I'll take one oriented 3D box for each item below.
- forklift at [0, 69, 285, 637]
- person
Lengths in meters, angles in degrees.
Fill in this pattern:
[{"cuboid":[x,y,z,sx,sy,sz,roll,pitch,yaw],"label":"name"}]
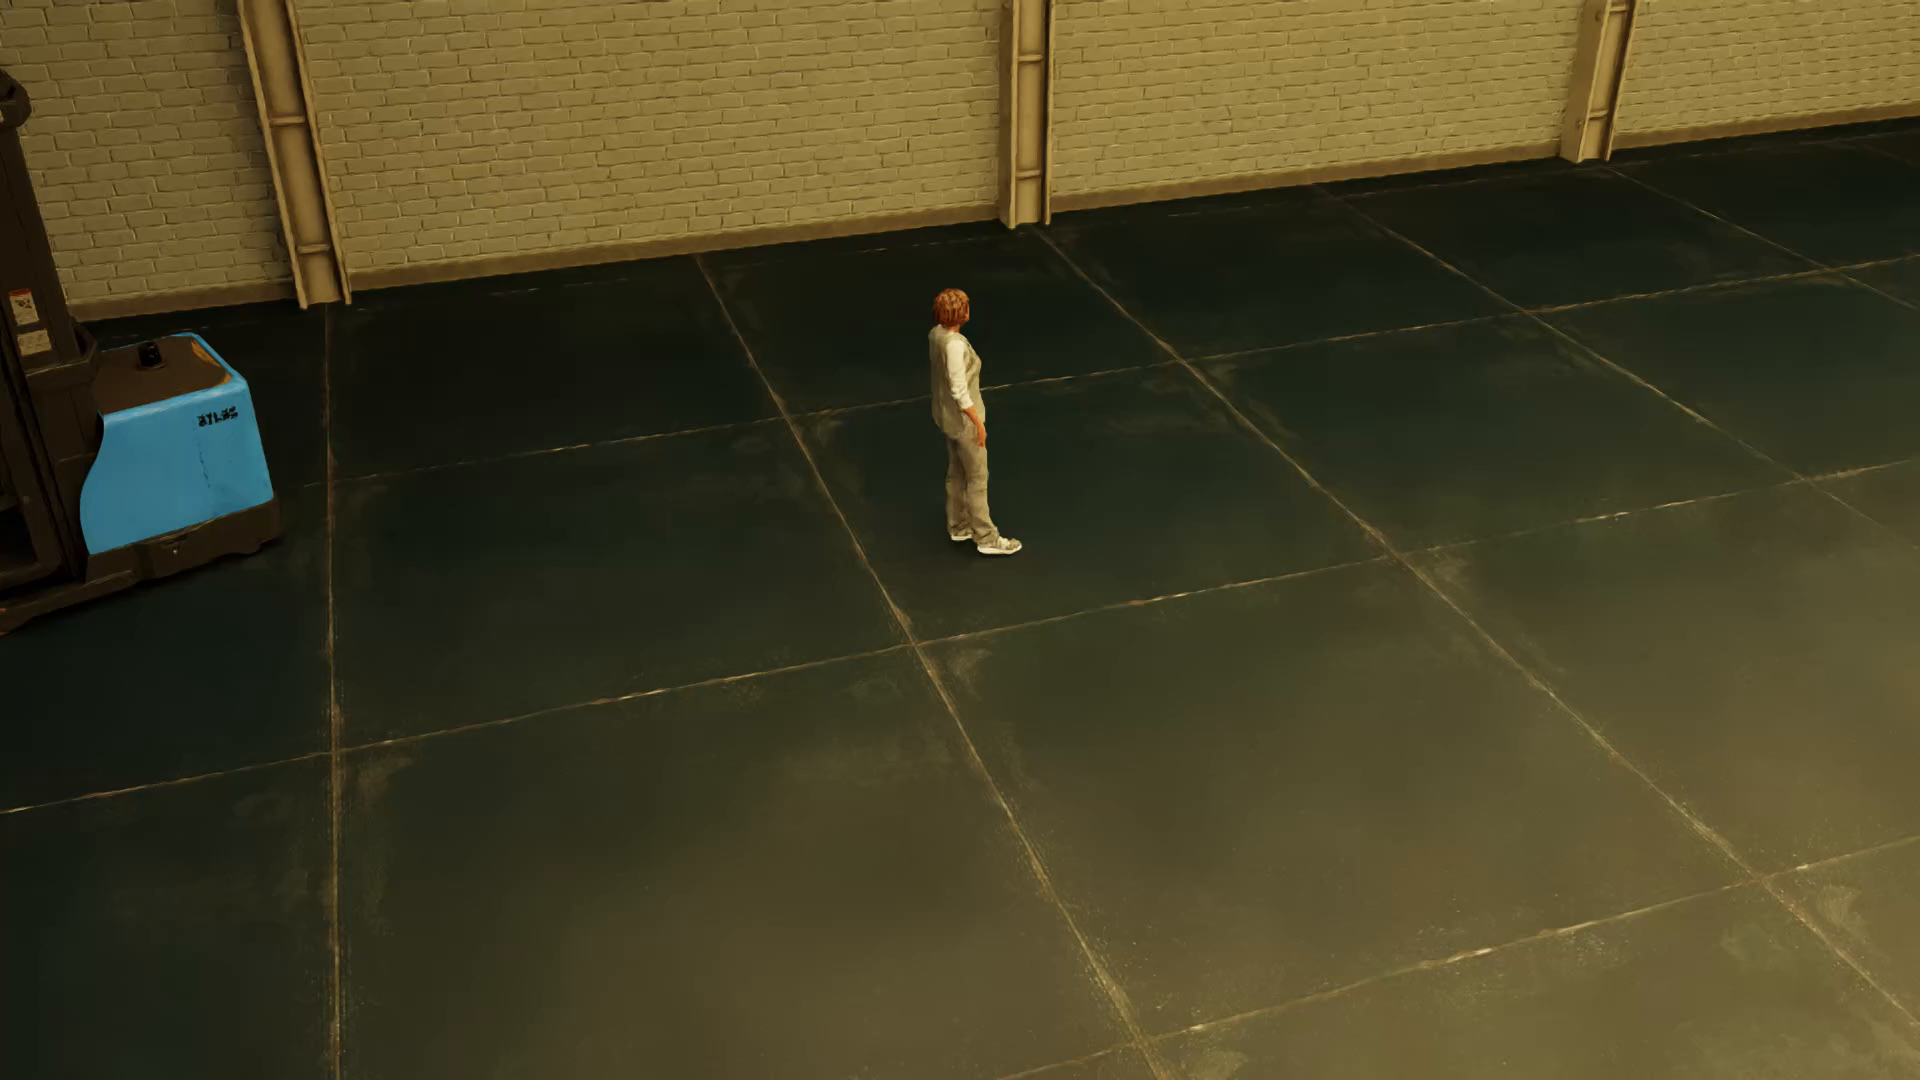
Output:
[{"cuboid":[-5.516,-0.973,8.778,3.031,2.935,1.130,-22,36,-33],"label":"forklift"},{"cuboid":[0.075,-0.704,9.633,0.474,1.597,0.521,-10,31,-16],"label":"person"}]
